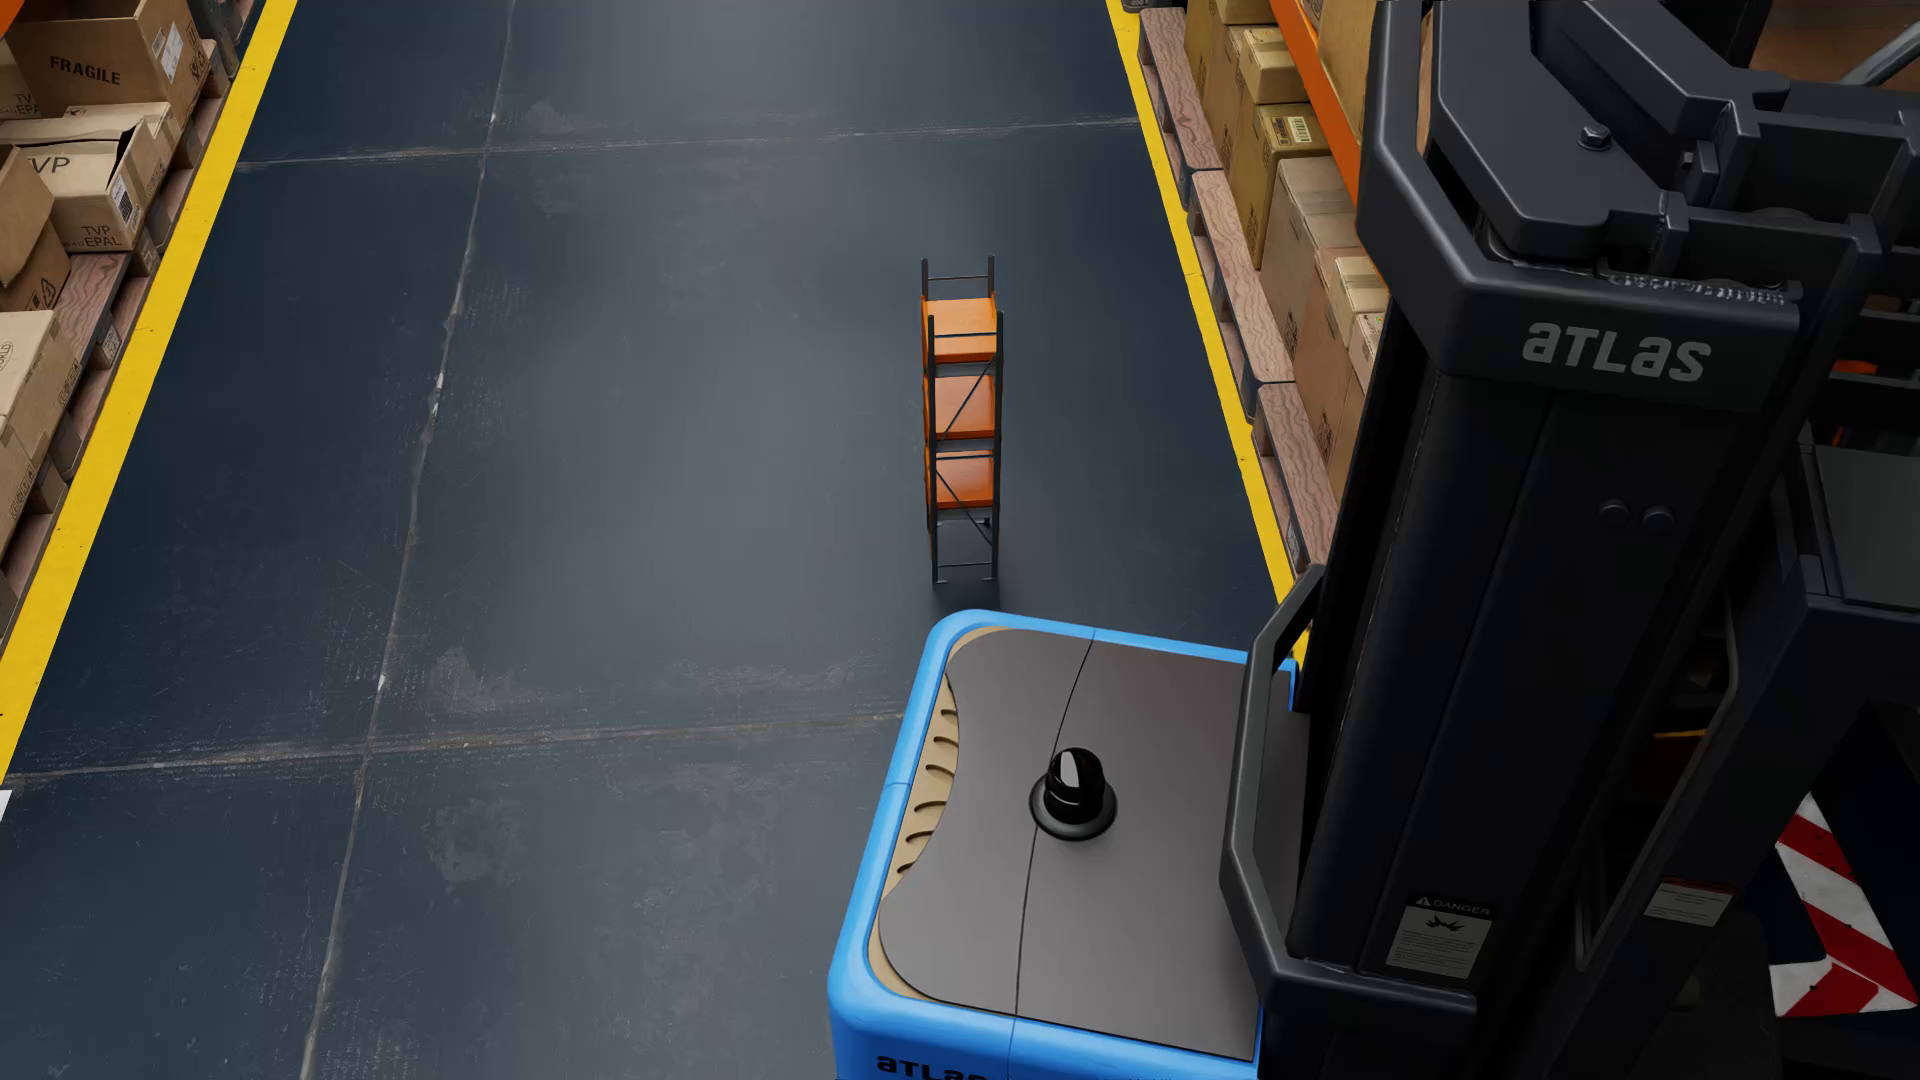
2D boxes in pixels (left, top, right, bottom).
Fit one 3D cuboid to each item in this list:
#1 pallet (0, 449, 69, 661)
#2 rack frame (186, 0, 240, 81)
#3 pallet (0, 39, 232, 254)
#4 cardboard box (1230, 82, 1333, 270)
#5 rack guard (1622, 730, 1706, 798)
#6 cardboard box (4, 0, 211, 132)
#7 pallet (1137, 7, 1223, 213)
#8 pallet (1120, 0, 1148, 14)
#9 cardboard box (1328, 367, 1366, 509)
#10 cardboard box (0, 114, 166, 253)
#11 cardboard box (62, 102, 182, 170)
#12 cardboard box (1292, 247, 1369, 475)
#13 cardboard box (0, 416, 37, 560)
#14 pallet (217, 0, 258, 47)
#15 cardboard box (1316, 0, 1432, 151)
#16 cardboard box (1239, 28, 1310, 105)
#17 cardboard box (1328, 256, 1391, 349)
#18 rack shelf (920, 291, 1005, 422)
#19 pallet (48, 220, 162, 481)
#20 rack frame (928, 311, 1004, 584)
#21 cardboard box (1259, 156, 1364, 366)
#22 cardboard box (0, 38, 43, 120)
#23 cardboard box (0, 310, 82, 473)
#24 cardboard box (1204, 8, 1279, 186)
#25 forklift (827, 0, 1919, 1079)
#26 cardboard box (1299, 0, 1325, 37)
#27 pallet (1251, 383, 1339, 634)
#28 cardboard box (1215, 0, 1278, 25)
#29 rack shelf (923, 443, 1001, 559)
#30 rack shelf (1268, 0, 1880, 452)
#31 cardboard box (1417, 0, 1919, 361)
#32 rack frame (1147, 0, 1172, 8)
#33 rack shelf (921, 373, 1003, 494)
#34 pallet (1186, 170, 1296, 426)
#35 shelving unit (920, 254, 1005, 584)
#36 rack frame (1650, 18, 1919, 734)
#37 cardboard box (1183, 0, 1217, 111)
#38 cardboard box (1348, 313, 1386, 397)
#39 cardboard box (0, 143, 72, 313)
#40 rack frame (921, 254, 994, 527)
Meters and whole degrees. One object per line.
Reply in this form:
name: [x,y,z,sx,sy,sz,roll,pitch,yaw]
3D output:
pallet: [-3.345,0.211,4.905,1.003,0.211,1.213,-3,47,-3]
rack frame: [-3.606,-3.010,6.035,1.000,3.000,0.127,-3,47,-3]
pallet: [-3.550,-1.554,6.577,1.003,0.211,1.213,-3,47,-3]
cardboard box: [1.370,-1.316,5.863,0.700,0.500,0.500,-3,47,-2]
rack guard: [1.667,0.457,4.473,1.175,0.500,0.348,-3,47,-3]
cardboard box: [-3.276,-1.907,6.409,0.500,0.500,0.500,-3,47,-3]
pallet: [1.315,-1.800,6.809,1.003,0.211,1.213,-3,47,-3]
pallet: [1.190,-2.909,7.859,1.003,0.211,1.213,-3,47,-3]
cardboard box: [1.506,-0.205,4.811,0.700,0.500,0.500,-3,47,-3]
cardboard box: [-3.213,-1.299,5.963,0.500,0.311,0.500,-3,47,-3]
cardboard box: [-3.185,-1.518,6.283,0.380,0.149,0.250,-3,47,-3]
cardboard box: [1.464,-0.567,5.153,0.700,0.500,0.500,-4,47,-3]
cardboard box: [-3.076,-0.094,4.864,0.500,0.250,0.500,-3,47,-3]
pallet: [-3.712,-2.637,7.602,1.003,0.211,1.213,-3,47,-3]
cardboard box: [1.540,-1.417,4.319,0.980,0.700,0.700,-4,47,-4]
cardboard box: [1.181,-1.638,5.721,0.380,0.149,0.250,-5,47,-4]
cardboard box: [1.292,-0.695,4.828,0.380,0.149,0.250,-2,47,-2]
rack shelf: [0.004,-0.510,4.634,0.215,0.259,0.240,-3,47,-3]
pallet: [-3.444,-0.669,5.739,1.003,0.211,1.213,-3,47,-3]
rack frame: [0.015,-0.234,4.749,0.200,1.050,0.008,-3,47,-3]
cardboard box: [1.422,-0.931,5.498,0.700,0.500,0.500,-5,47,-5]
cardboard box: [-3.787,-1.920,6.551,0.500,0.311,0.500,-3,47,-3]
cardboard box: [-3.118,-0.456,5.207,0.500,0.250,0.500,-3,47,-3]
cardboard box: [1.329,-1.688,6.215,0.700,0.500,0.500,-4,47,-4]
forklift: [1.312,0.436,2.819,3.031,2.935,1.130,9,47,8]
cardboard box: [1.485,-1.969,4.842,0.980,0.700,0.700,-6,47,-5]
pallet: [1.520,-0.035,5.137,1.003,0.211,1.213,-3,47,-3]
cardboard box: [1.137,-2.016,6.079,0.380,0.149,0.250,-2,47,-2]
rack shelf: [0.004,-0.124,5.042,0.215,0.259,0.240,-3,47,-3]
rack shelf: [1.497,-1.619,5.213,1.077,0.370,4.000,-3,47,-3]
cardboard box: [1.612,-0.891,3.822,0.980,0.700,0.700,-2,47,-1]
rack frame: [1.330,-3.314,6.322,1.000,3.000,0.127,-3,47,-3]
rack shelf: [0.004,-0.315,4.840,0.215,0.259,0.240,-3,47,-3]
pallet: [1.421,-0.915,5.971,1.003,0.211,1.213,-3,47,-3]
shelving unit: [0.004,-0.322,4.832,0.215,1.050,0.252,-3,47,-3]
rack frame: [1.665,-0.420,3.582,1.000,3.000,0.127,-3,47,-3]
cardboard box: [1.290,-2.051,6.559,0.700,0.500,0.500,-3,47,-3]
cardboard box: [1.314,-0.510,4.653,0.380,0.149,0.250,-4,47,-4]
cardboard box: [-3.444,-0.944,5.494,0.797,0.503,0.637,-3,47,-3]
rack frame: [-0.006,-0.411,4.916,0.200,1.050,0.008,-3,47,-3]
